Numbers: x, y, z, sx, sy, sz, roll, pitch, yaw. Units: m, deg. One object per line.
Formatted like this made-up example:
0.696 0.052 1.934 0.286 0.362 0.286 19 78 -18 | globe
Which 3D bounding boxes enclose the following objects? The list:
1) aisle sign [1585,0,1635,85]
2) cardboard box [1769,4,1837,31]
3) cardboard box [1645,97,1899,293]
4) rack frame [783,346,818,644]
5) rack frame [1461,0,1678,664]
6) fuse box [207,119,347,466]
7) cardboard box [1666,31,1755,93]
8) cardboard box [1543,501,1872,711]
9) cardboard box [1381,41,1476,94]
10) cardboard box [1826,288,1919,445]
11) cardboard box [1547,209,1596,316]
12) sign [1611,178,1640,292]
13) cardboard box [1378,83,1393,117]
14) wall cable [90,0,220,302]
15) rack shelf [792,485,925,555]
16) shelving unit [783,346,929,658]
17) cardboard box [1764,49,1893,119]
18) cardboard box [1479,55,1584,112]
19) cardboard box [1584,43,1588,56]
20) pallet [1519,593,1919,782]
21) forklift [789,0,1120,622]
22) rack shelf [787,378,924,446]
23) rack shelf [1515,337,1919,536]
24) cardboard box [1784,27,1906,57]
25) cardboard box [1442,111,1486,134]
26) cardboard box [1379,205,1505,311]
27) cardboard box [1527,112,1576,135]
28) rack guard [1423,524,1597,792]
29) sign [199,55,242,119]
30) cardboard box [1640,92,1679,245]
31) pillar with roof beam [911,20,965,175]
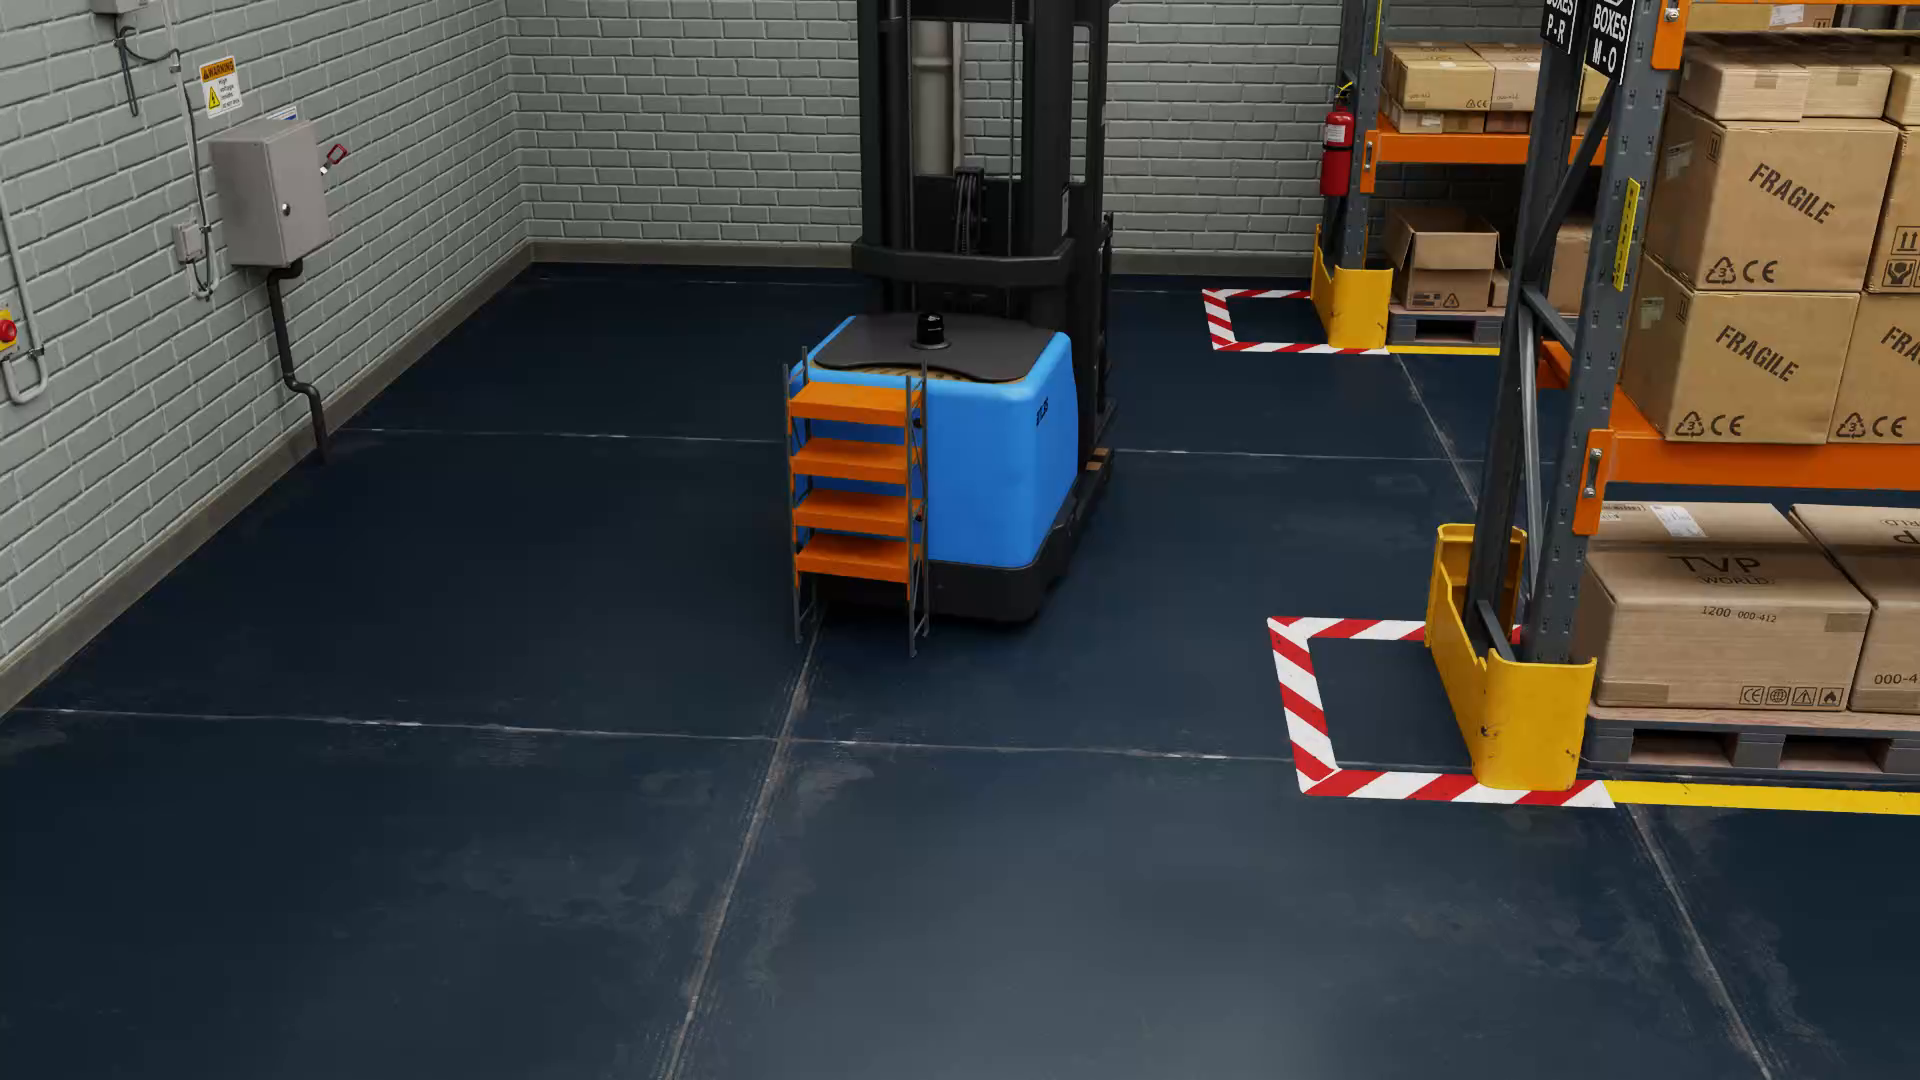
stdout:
1.971 -1.788 4.938 0.004 0.787 0.394 2 25 4 | aisle sign
4.965 -3.233 10.114 0.500 0.500 0.500 1 25 3 | cardboard box
2.522 -1.091 5.218 0.500 0.500 0.500 1 25 3 | cardboard box
-0.638 -0.168 6.681 0.015 1.200 0.240 6 25 13 | rack frame
2.065 -0.726 5.739 0.127 3.000 1.000 2 25 4 | rack frame
-3.253 -1.182 8.272 0.414 1.711 0.539 2 25 4 | fuse box
2.438 -1.592 5.530 0.250 0.149 0.380 2 25 5 | cardboard box
2.731 0.227 6.232 0.875 0.438 0.875 1 25 2 | cardboard box
2.920 -2.958 10.413 0.500 0.250 0.500 3 25 6 | cardboard box
3.028 -0.632 5.415 0.500 0.500 0.500 1 25 3 | cardboard box
3.893 -1.747 10.447 0.500 0.500 0.700 3 25 6 | cardboard box
2.017 -0.924 5.039 0.005 0.325 0.100 2 25 4 | sign
2.792 -2.782 10.508 0.250 0.149 0.380 2 25 3 | cardboard box
-3.462 -1.950 7.183 0.122 1.984 0.588 2 25 4 | wall cable
-0.402 -0.082 6.653 0.480 0.148 0.258 6 25 13 | rack shelf
-0.402 -0.143 6.625 0.503 1.200 0.258 6 25 13 | shelving unit
2.665 -1.415 5.144 0.250 0.149 0.380 2 25 5 | cardboard box
3.376 -2.719 9.894 0.500 0.250 0.500 2 25 5 | cardboard box
3.928 -2.923 10.337 0.500 0.250 0.500 3 25 6 | cardboard box
2.868 0.534 6.337 1.213 0.211 1.003 2 25 4 | pallet
0.159 -1.587 7.692 1.130 2.935 3.031 6 25 13 | forklift
-0.402 -0.500 6.461 0.480 0.148 0.258 6 25 13 | rack shelf
4.059 -0.335 5.750 4.000 0.370 1.077 2 25 4 | rack shelf
2.957 -1.621 5.592 0.250 0.149 0.380 2 25 3 | cardboard box
3.005 -2.567 10.041 0.250 0.149 0.380 2 25 5 | cardboard box
3.044 -1.792 10.541 0.637 0.503 0.797 1 25 2 | cardboard box
3.517 -2.539 9.981 0.250 0.149 0.380 3 25 6 | cardboard box
2.041 0.409 6.263 0.348 0.500 1.175 2 25 4 | rack guard
-3.463 -2.126 7.794 0.001 0.242 0.339 2 25 4 | sign
2.564 -1.309 5.691 0.500 0.500 0.500 3 25 6 | cardboard box
-0.508 -4.188 6.086 0.400 9.000 9.100 2 25 4 | pillar with roof beam
